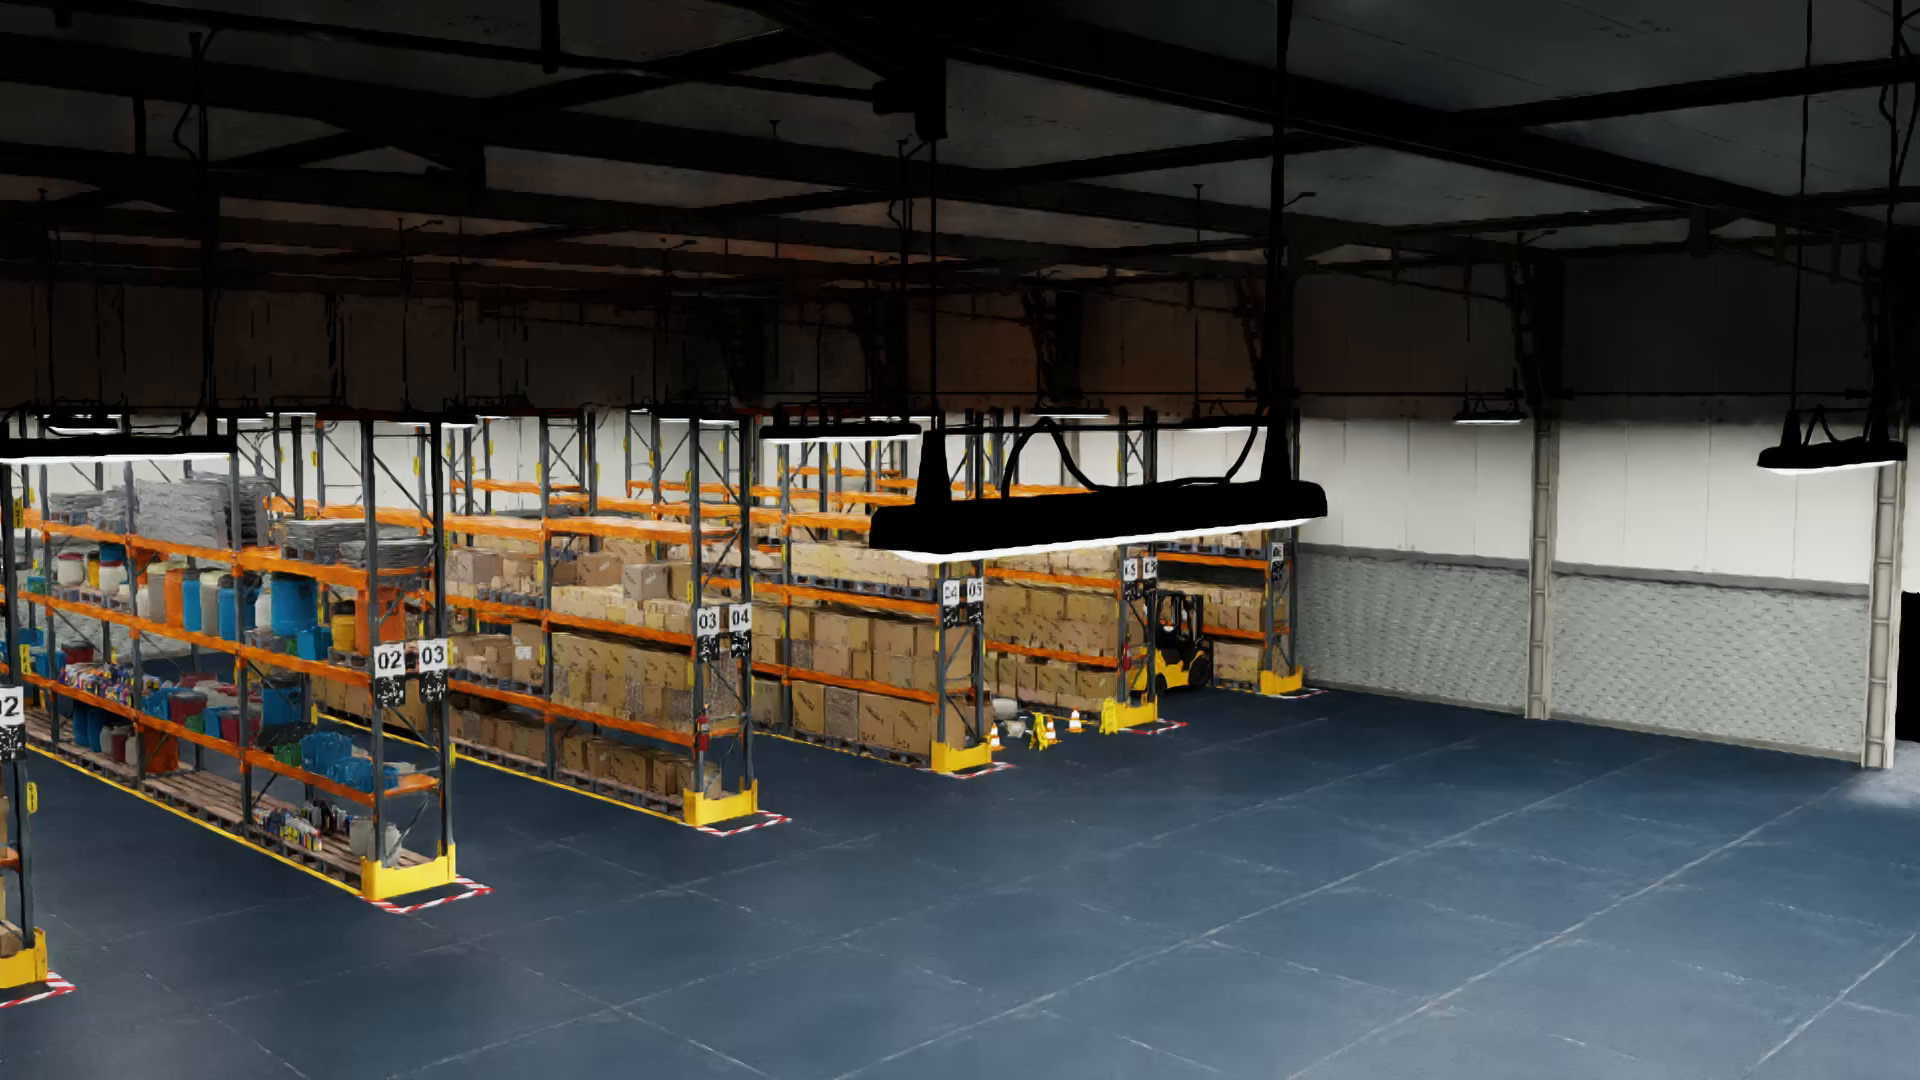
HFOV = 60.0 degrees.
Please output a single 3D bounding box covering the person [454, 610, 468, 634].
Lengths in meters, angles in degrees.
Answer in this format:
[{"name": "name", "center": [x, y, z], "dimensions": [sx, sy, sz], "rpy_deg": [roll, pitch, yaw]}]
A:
[{"name": "person", "center": [-10.963, 2.328, 36.192], "dimensions": [0.507, 1.619, 0.598], "rpy_deg": [5, 7, 42]}]
